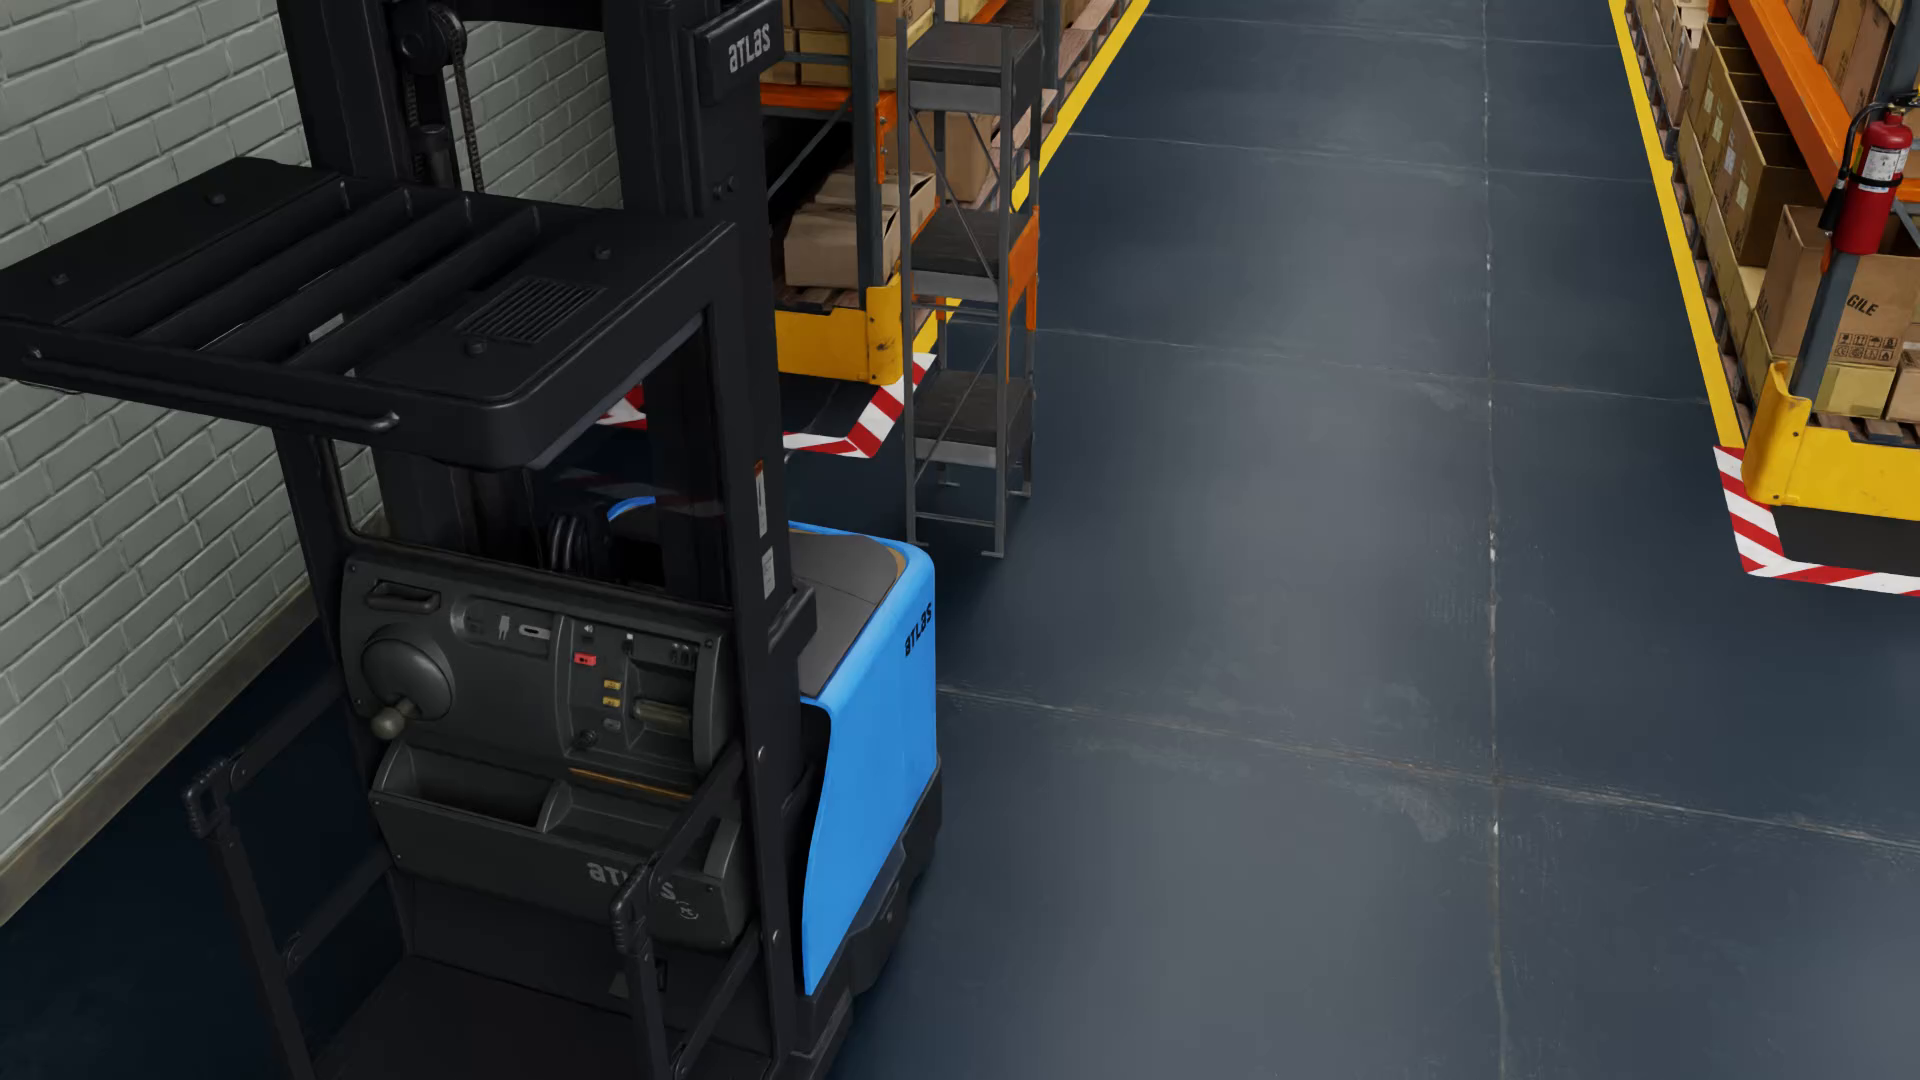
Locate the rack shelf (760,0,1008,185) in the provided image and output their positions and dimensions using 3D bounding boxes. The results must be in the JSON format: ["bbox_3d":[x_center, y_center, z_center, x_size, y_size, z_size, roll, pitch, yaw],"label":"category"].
[{"bbox_3d":[-0.347,-2.855,9.116,1.077,0.370,4.000,8,33,12],"label":"rack shelf"}]

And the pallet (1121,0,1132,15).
[{"bbox_3d":[0.976,-4.690,13.931,1.003,0.211,1.213,8,33,12],"label":"pallet"}]

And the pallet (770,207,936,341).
[{"bbox_3d":[-0.595,-1.400,8.756,1.003,0.211,1.213,8,33,12],"label":"pallet"}]

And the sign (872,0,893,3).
[{"bbox_3d":[-0.330,-2.413,6.942,0.100,0.325,0.005,8,33,12],"label":"sign"}]

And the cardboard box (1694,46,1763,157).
[{"bbox_3d":[4.413,-2.399,9.200,0.500,0.500,0.500,8,33,12],"label":"cardboard box"}]

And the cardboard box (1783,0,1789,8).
[{"bbox_3d":[4.719,-3.061,8.675,0.700,0.500,0.500,8,33,12],"label":"cardboard box"}]

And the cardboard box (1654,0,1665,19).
[{"bbox_3d":[5.164,-3.817,11.607,0.500,0.311,0.500,8,33,12],"label":"cardboard box"}]

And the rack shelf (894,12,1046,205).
[{"bbox_3d":[0.042,-1.551,5.954,0.431,0.518,0.480,8,33,12],"label":"rack shelf"}]

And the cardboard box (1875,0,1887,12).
[{"bbox_3d":[3.980,-2.257,6.807,0.380,0.149,0.250,8,33,12],"label":"cardboard box"}]

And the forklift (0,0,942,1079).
[{"bbox_3d":[-1.017,0.349,3.469,1.130,2.935,3.031,10,34,16],"label":"forklift"}]

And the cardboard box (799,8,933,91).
[{"bbox_3d":[-0.424,-2.276,7.656,0.500,0.250,0.500,7,33,11],"label":"cardboard box"}]

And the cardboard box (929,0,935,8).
[{"bbox_3d":[-0.308,-2.845,7.851,0.500,0.500,0.500,8,33,13],"label":"cardboard box"}]

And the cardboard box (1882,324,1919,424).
[{"bbox_3d":[4.289,-0.713,7.248,0.500,0.250,0.500,8,33,12],"label":"cardboard box"}]

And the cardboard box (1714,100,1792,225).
[{"bbox_3d":[4.154,-1.881,8.385,0.500,0.500,0.500,8,33,12],"label":"cardboard box"}]

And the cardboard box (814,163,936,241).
[{"bbox_3d":[-0.448,-1.815,8.905,0.500,0.311,0.500,11,34,16],"label":"cardboard box"}]

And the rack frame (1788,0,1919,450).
[{"bbox_3d":[3.938,-1.449,6.233,1.000,3.000,0.127,8,33,12],"label":"rack frame"}]

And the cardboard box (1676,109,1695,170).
[{"bbox_3d":[4.542,-2.342,9.809,0.500,0.250,0.500,8,33,12],"label":"cardboard box"}]

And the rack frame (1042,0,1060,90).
[{"bbox_3d":[0.160,-4.197,10.556,1.000,3.000,0.127,8,33,12],"label":"rack frame"}]

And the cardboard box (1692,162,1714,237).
[{"bbox_3d":[4.278,-1.824,8.995,0.500,0.250,0.500,8,33,12],"label":"cardboard box"}]

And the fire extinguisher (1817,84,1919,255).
[{"bbox_3d":[3.458,-1.418,6.256,0.296,0.674,0.183,8,33,12],"label":"fire extinguisher"}]

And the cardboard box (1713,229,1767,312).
[{"bbox_3d":[4.028,-1.305,8.178,0.500,0.250,0.500,8,33,12],"label":"cardboard box"}]

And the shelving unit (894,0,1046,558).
[{"bbox_3d":[0.042,-0.972,6.322,0.431,2.100,0.503,8,33,12],"label":"shelving unit"}]

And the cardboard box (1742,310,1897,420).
[{"bbox_3d":[3.788,-0.784,7.359,0.500,0.250,0.500,8,33,12],"label":"cardboard box"}]

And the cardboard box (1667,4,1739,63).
[{"bbox_3d":[4.904,-3.298,10.790,0.500,0.311,0.500,9,34,14],"label":"cardboard box"}]

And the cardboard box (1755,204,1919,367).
[{"bbox_3d":[3.786,-1.101,7.158,0.500,0.500,0.500,8,33,12],"label":"cardboard box"}]

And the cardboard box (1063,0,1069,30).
[{"bbox_3d":[0.414,-3.987,12.145,0.700,0.500,0.500,7,33,11],"label":"cardboard box"}]

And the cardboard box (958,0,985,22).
[{"bbox_3d":[-0.171,-2.811,8.497,0.500,0.250,0.500,8,33,12],"label":"cardboard box"}]

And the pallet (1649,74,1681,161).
[{"bbox_3d":[5.102,-2.735,10.856,1.003,0.211,1.213,8,33,12],"label":"pallet"}]

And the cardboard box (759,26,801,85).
[{"bbox_3d":[-0.924,-2.335,7.748,0.500,0.250,0.500,8,33,13],"label":"cardboard box"}]

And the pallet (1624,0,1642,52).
[{"bbox_3d":[5.721,-4.001,12.847,1.003,0.211,1.213,8,33,12],"label":"pallet"}]

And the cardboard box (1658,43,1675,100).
[{"bbox_3d":[4.908,-3.058,10.936,0.500,0.250,0.500,8,33,12],"label":"cardboard box"}]

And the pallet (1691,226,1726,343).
[{"bbox_3d":[4.403,-1.305,8.607,1.003,0.211,1.213,8,33,12],"label":"pallet"}]

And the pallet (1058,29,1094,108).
[{"bbox_3d":[0.356,-3.424,11.940,1.003,0.211,1.213,8,33,12],"label":"pallet"}]

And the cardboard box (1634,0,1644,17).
[{"bbox_3d":[5.424,-4.124,12.613,0.500,0.250,0.500,7,33,11],"label":"cardboard box"}]

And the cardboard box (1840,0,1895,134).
[{"bbox_3d":[4.197,-2.004,7.014,0.700,0.500,0.500,9,34,14],"label":"cardboard box"}]

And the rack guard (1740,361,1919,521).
[{"bbox_3d":[3.932,-0.381,6.884,1.175,0.500,0.348,8,33,12],"label":"rack guard"}]

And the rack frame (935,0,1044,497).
[{"bbox_3d":[0.104,-1.099,6.521,0.400,2.100,0.015,8,33,12],"label":"rack frame"}]

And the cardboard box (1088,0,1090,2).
[{"bbox_3d":[0.701,-4.509,12.967,0.700,0.500,0.500,8,33,12],"label":"cardboard box"}]

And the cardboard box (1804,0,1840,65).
[{"bbox_3d":[4.459,-2.535,7.848,0.700,0.500,0.500,9,34,14],"label":"cardboard box"}]

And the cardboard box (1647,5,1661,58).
[{"bbox_3d":[5.168,-3.587,11.769,0.500,0.250,0.500,9,33,13],"label":"cardboard box"}]

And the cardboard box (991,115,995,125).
[{"bbox_3d":[-0.064,-2.783,10.252,0.500,0.500,0.500,6,33,9],"label":"cardboard box"}]

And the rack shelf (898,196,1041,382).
[{"bbox_3d":[0.042,-0.960,6.329,0.431,0.518,0.480,8,33,12],"label":"rack shelf"}]
